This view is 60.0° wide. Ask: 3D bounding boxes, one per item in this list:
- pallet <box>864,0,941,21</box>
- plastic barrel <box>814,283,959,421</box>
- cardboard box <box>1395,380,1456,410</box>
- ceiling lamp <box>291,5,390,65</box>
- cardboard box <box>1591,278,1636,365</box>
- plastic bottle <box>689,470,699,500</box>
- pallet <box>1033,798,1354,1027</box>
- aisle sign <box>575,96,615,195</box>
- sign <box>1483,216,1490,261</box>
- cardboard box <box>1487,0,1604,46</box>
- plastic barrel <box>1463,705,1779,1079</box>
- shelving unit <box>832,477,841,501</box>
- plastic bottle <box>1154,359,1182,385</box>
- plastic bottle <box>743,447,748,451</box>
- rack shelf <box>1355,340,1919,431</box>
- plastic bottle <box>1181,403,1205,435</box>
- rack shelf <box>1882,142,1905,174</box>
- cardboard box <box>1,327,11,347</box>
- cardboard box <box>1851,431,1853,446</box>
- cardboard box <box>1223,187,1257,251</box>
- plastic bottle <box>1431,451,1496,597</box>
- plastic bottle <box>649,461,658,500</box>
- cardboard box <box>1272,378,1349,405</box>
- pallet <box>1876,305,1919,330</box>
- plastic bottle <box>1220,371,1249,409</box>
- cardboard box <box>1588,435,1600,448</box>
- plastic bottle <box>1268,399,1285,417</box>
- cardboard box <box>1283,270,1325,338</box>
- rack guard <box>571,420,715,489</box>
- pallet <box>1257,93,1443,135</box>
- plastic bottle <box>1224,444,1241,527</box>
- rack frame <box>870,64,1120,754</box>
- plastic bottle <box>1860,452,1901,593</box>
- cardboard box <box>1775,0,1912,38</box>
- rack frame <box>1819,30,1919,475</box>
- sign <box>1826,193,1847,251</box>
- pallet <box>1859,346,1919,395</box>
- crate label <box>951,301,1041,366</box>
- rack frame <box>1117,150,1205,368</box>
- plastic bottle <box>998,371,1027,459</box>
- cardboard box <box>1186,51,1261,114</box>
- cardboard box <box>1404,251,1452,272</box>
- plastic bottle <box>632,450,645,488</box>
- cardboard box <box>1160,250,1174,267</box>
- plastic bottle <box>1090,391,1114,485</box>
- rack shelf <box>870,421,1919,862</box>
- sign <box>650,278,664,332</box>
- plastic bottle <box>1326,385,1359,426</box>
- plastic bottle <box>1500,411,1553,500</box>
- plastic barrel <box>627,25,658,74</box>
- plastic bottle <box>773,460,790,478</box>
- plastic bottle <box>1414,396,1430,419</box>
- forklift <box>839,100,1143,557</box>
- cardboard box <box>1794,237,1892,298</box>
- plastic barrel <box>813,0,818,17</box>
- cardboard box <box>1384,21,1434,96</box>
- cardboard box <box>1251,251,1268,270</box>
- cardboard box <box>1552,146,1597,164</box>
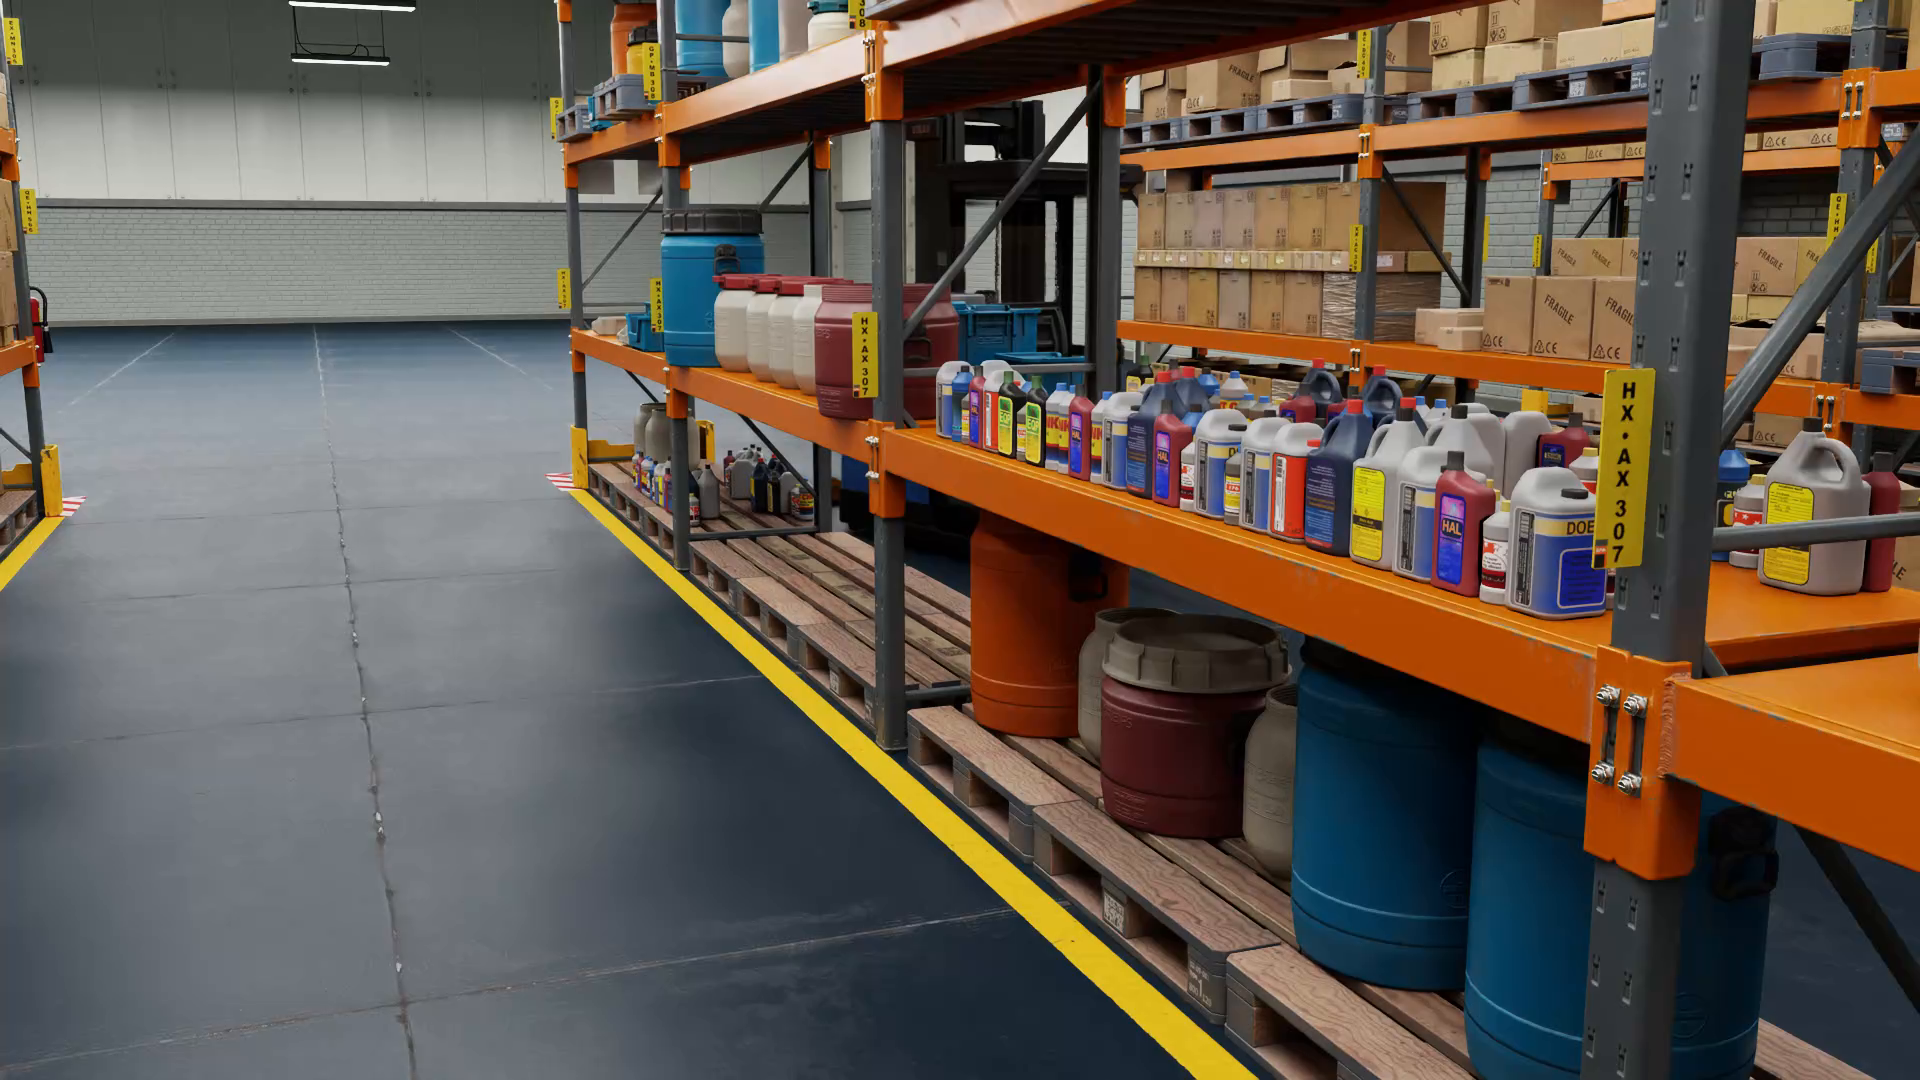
[{"bbox_3d":[0.332,-1.919,5.619,1.003,0.211,1.213,-4,11,-21],"label":"pallet"},{"bbox_3d":[-0.304,-0.790,6.908,0.600,0.536,0.708,-4,11,-21],"label":"plastic barrel"},{"bbox_3d":[3.439,-0.951,12.712,0.500,0.500,0.500,-4,11,-21],"label":"cardboard box"},{"bbox_3d":[-13.395,-11.855,35.702,2.000,3.185,0.800,-4,11,-21],"label":"ceiling lamp"},{"bbox_3d":[4.141,-1.302,9.891,0.500,0.500,0.500,-5,11,-24],"label":"cardboard box"},{"bbox_3d":[-1.805,-0.319,10.954,0.144,0.351,0.185,-4,11,-22],"label":"plastic bottle"},{"bbox_3d":[0.909,1.031,5.020,1.003,0.211,1.213,-4,11,-21],"label":"pallet"},{"bbox_3d":[-3.052,-3.245,13.677,0.394,0.787,0.004,-4,11,-21],"label":"aisle sign"},{"bbox_3d":[3.817,-2.200,12.145,0.100,0.325,0.005,-4,11,-21],"label":"sign"},{"bbox_3d":[3.730,-3.417,10.590,0.500,0.500,0.500,-3,10,-15],"label":"cardboard box"},{"bbox_3d":[1.415,0.723,3.584,0.600,0.901,0.708,-4,11,-21],"label":"plastic barrel"},{"bbox_3d":[-0.664,-0.978,12.635,0.587,1.500,1.083,-4,11,-20],"label":"shelving unit"},{"bbox_3d":[0.774,-0.532,6.182,0.061,0.283,0.133,-4,11,-21],"label":"plastic bottle"},{"bbox_3d":[-1.619,-0.562,12.513,0.061,0.283,0.133,-4,11,-20],"label":"plastic bottle"},{"bbox_3d":[4.040,-0.953,10.264,1.077,0.370,4.000,-4,11,-21],"label":"rack shelf"},{"bbox_3d":[0.645,-0.239,4.564,0.097,0.271,0.097,0,10,0],"label":"plastic bottle"},{"bbox_3d":[8.655,-2.744,11.772,1.077,0.370,4.000,-4,11,-21],"label":"rack shelf"},{"bbox_3d":[-6.845,-1.423,11.570,0.380,0.149,0.250,-4,11,-21],"label":"cardboard box"},{"bbox_3d":[7.709,-0.855,14.497,0.380,0.166,0.250,-6,11,-28],"label":"cardboard box"},{"bbox_3d":[2.603,-2.639,13.701,0.700,0.500,0.500,-4,11,-21],"label":"cardboard box"},{"bbox_3d":[1.025,-0.035,3.384,0.061,0.283,0.133,-4,11,-21],"label":"plastic bottle"},{"bbox_3d":[-2.152,-0.425,11.776,0.097,0.271,0.097,0,10,0],"label":"plastic bottle"},{"bbox_3d":[2.773,-1.000,12.985,0.500,0.500,0.500,-4,11,-21],"label":"cardboard box"},{"bbox_3d":[8.072,-1.720,13.071,1.003,0.211,1.213,-4,11,-21],"label":"pallet"},{"bbox_3d":[0.940,-0.443,5.713,0.097,0.271,0.097,0,10,0],"label":"plastic bottle"},{"bbox_3d":[4.102,-0.548,10.988,0.500,0.311,0.500,-4,11,-21],"label":"cardboard box"},{"bbox_3d":[1.046,-0.361,5.451,0.097,0.201,0.097,0,10,0],"label":"plastic bottle"},{"bbox_3d":[2.951,-1.840,12.914,0.700,0.500,0.500,-4,11,-21],"label":"cardboard box"},{"bbox_3d":[-2.681,-0.732,14.109,1.175,0.500,0.348,-4,11,-21],"label":"rack guard"},{"bbox_3d":[2.982,-3.204,12.555,1.003,0.211,1.213,-4,11,-21],"label":"pallet"},{"bbox_3d":[0.720,-0.141,4.214,0.097,0.201,0.097,0,10,0],"label":"plastic bottle"},{"bbox_3d":[0.146,-0.667,6.602,1.000,3.000,0.127,-4,11,-21],"label":"rack frame"},{"bbox_3d":[1.861,-0.043,3.431,0.061,0.283,0.133,-4,11,-21],"label":"plastic bottle"},{"bbox_3d":[4.547,-2.660,8.476,0.500,0.250,0.500,-5,11,-25],"label":"cardboard box"},{"bbox_3d":[4.764,-0.980,8.366,1.000,3.000,0.127,-4,11,-21],"label":"rack frame"},{"bbox_3d":[4.248,-1.515,8.064,0.100,0.325,0.005,-4,11,-21],"label":"sign"},{"bbox_3d":[5.075,-0.780,7.786,1.213,0.211,1.003,-4,11,-21],"label":"pallet"},{"bbox_3d":[0.038,-0.863,7.607,0.502,0.435,0.616,-4,11,-21],"label":"crate label"},{"bbox_3d":[1.865,-2.286,15.707,1.000,3.000,0.127,-4,11,-21],"label":"rack frame"},{"bbox_3d":[0.176,-0.418,5.536,0.061,0.283,0.133,-4,11,-21],"label":"plastic bottle"},{"bbox_3d":[2.212,-3.799,13.765,0.500,0.500,0.500,-4,11,-21],"label":"cardboard box"},{"bbox_3d":[3.398,-2.058,12.287,0.380,0.149,0.250,-4,11,-21],"label":"cardboard box"},{"bbox_3d":[-2.386,-0.530,12.369,0.097,0.271,0.097,0,10,0],"label":"plastic bottle"},{"bbox_3d":[1.994,-2.493,14.734,0.380,0.149,0.250,-4,11,-21],"label":"cardboard box"},{"bbox_3d":[0.437,-0.303,4.925,0.097,0.271,0.097,0,10,0],"label":"plastic bottle"},{"bbox_3d":[0.871,0.014,4.830,1.077,0.370,4.000,-4,11,-21],"label":"rack shelf"},{"bbox_3d":[-1.820,-1.423,10.062,0.100,0.325,0.005,-4,11,-21],"label":"sign"},{"bbox_3d":[1.163,-0.328,5.031,0.061,0.283,0.133,-4,11,-21],"label":"plastic bottle"},{"bbox_3d":[1.448,-0.203,4.353,0.152,0.276,0.135,-4,11,-21],"label":"plastic bottle"},{"bbox_3d":[-2.221,-3.571,12.627,0.600,0.588,0.600,0,10,0],"label":"plastic barrel"},{"bbox_3d":[-1.209,-0.390,11.355,0.144,0.351,0.185,-4,11,-19],"label":"plastic bottle"},{"bbox_3d":[1.312,-0.276,4.772,0.097,0.271,0.097,0,10,0],"label":"plastic bottle"},{"bbox_3d":[0.469,-1.366,10.728,1.130,2.935,3.031,-8,13,-39],"label":"forklift"},{"bbox_3d":[7.471,-2.311,14.076,0.500,0.500,0.500,-4,11,-21],"label":"cardboard box"},{"bbox_3d":[-0.443,-2.760,8.377,0.600,0.901,0.708,-4,11,-21],"label":"plastic barrel"},{"bbox_3d":[3.378,-3.534,12.272,0.500,0.500,0.500,-3,11,-16],"label":"cardboard box"},{"bbox_3d":[2.558,-2.240,13.310,0.380,0.149,0.250,-4,11,-19],"label":"cardboard box"},{"bbox_3d":[6.369,-4.067,16.809,0.500,0.500,0.500,-4,11,-19],"label":"cardboard box"}]
